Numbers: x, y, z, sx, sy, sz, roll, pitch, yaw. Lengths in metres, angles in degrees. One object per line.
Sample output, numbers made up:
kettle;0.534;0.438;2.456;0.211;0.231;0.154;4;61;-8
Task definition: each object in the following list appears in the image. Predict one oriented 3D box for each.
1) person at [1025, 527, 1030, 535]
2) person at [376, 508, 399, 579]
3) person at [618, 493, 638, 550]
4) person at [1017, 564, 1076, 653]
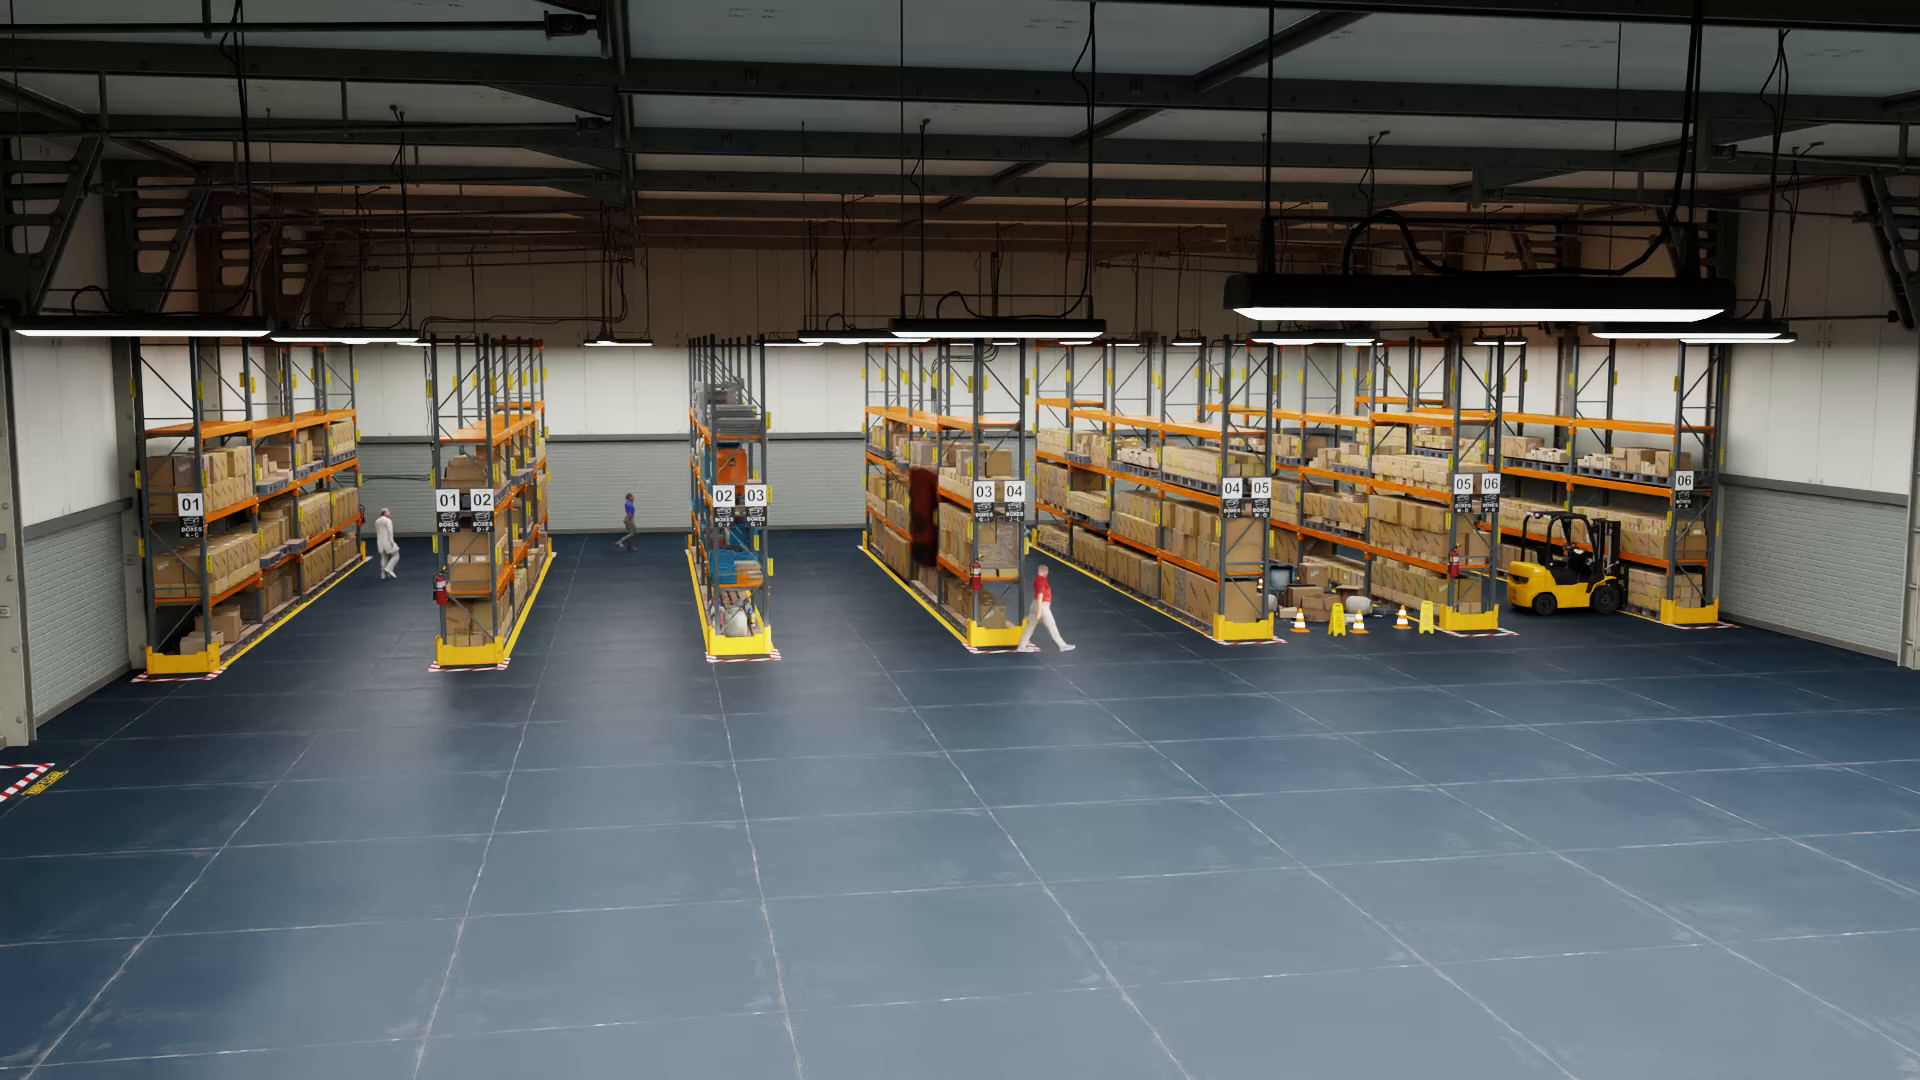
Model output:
person;1.630;-0.901;50.236;1.046;1.751;0.504;-2;7;-20
person;-14.301;0.084;41.424;0.648;1.756;0.567;2;7;19
person;-9.436;-0.509;47.187;0.604;1.636;0.486;-4;7;-29
person;1.606;1.286;31.327;1.034;1.663;0.617;-2;7;-19
